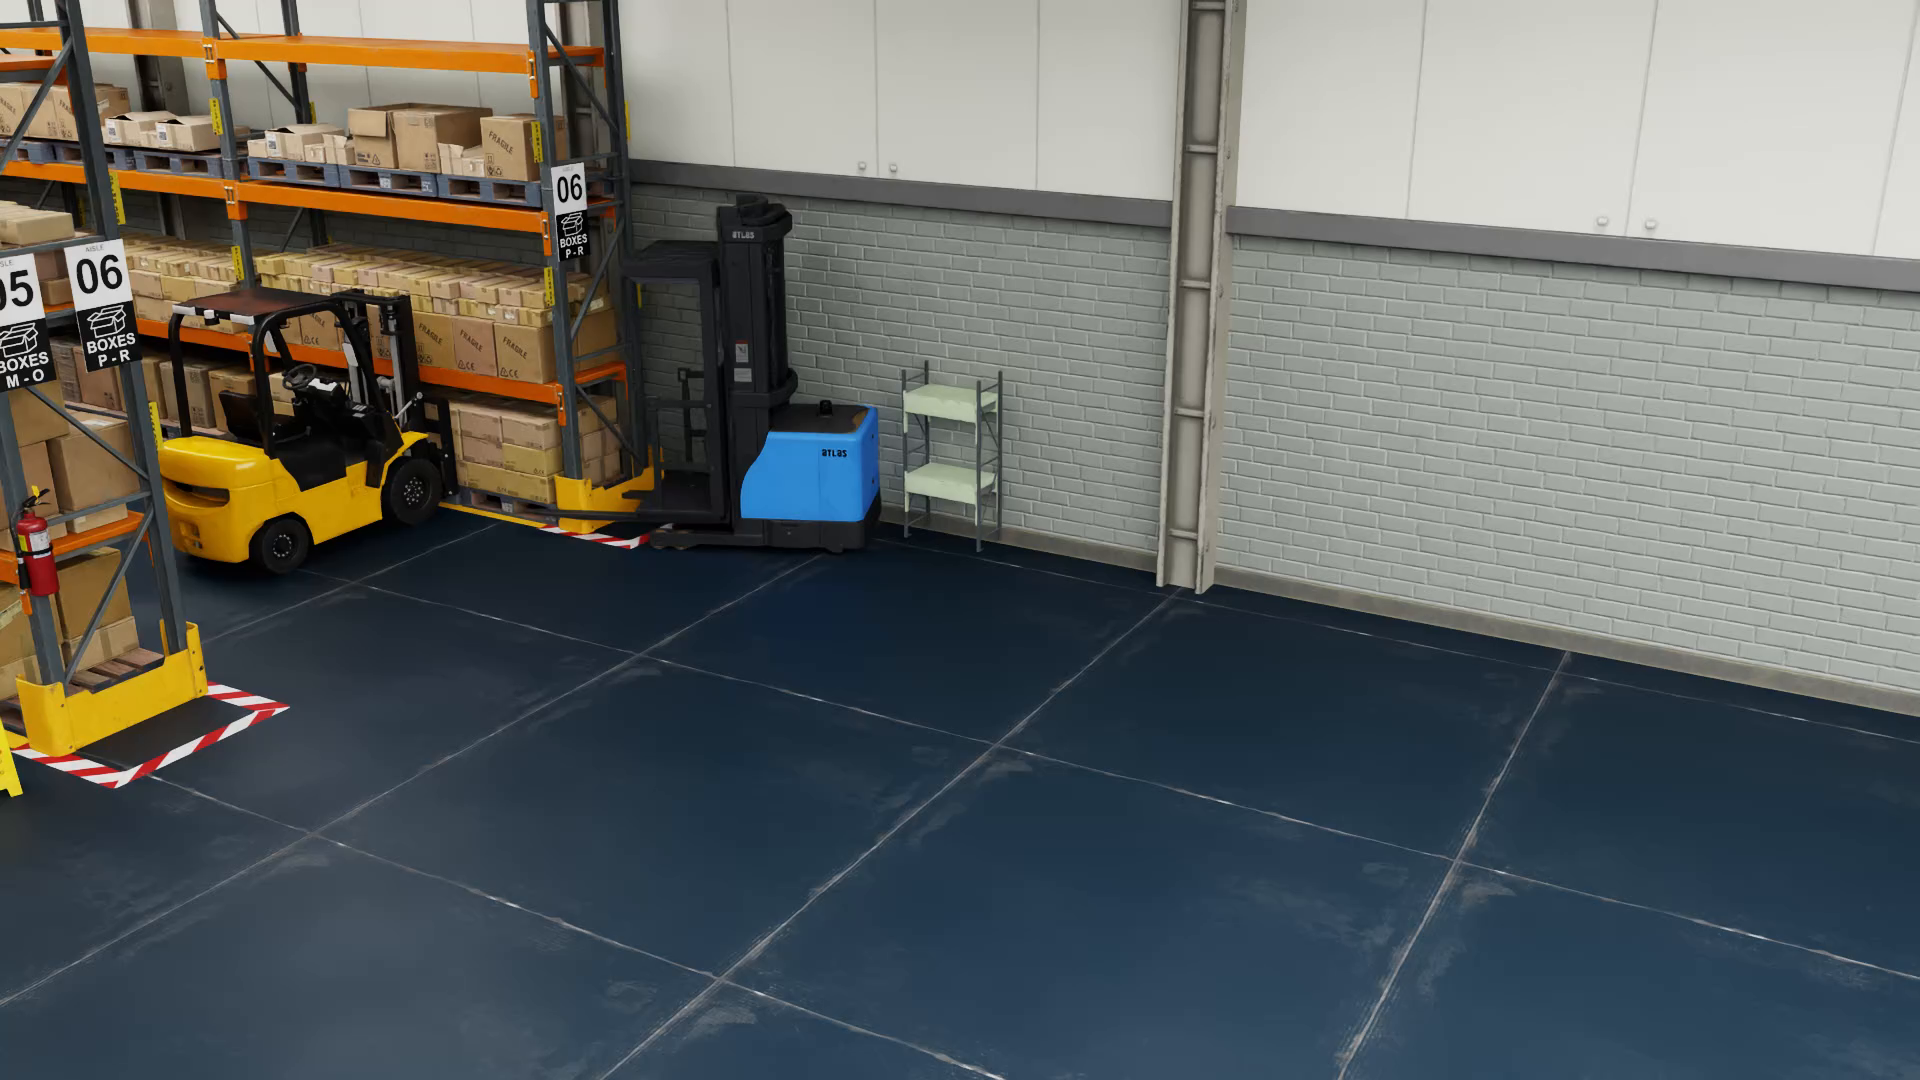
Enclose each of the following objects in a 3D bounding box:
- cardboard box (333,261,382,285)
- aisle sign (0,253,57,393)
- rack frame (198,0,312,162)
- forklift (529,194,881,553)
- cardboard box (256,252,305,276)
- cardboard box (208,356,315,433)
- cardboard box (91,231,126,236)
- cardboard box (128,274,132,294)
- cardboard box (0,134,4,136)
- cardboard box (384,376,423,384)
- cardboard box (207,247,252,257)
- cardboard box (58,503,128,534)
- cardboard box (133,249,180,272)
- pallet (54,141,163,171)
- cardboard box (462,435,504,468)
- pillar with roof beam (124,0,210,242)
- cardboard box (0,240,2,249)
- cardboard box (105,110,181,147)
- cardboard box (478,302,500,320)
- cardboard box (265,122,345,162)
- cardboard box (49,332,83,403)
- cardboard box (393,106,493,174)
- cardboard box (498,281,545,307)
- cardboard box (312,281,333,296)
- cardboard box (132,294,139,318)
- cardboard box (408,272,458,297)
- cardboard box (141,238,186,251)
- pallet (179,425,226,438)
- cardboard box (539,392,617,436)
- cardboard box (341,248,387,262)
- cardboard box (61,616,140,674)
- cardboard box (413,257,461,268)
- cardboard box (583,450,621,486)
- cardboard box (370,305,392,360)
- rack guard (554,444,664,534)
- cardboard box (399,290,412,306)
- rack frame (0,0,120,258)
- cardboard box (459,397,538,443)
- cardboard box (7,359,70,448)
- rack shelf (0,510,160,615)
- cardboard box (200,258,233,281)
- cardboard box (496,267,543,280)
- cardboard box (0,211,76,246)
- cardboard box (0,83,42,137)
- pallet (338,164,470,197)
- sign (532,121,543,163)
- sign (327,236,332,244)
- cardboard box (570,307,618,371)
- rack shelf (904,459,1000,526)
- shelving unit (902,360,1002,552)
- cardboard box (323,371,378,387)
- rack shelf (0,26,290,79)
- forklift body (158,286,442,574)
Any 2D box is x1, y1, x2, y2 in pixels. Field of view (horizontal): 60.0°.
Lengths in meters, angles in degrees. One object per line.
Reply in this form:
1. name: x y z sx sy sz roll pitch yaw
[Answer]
1. cardboard box: -5.663 -2.514 15.659 0.250 0.149 0.380 10 22 26
2. aisle sign: -5.723 -1.310 10.063 0.004 0.787 0.394 11 23 27
3. rack frame: -6.710 -5.148 15.659 0.127 3.000 1.000 11 23 27
4. forklift: -2.270 -1.467 14.409 3.031 2.935 1.130 2 20 6
5. cardboard box: -6.577 -2.679 16.114 0.250 0.149 0.380 11 23 28
6. cardboard box: -7.171 -1.493 17.245 0.625 0.625 0.875 12 23 30
7. cardboard box: -9.340 -3.280 18.208 0.250 0.149 0.380 11 23 27
8. cardboard box: -8.591 -2.758 17.353 0.500 0.250 0.500 11 23 28
9. cardboard box: -10.769 -4.346 18.066 0.500 0.250 0.500 10 22 26
10. cardboard box: -5.302 -1.511 16.379 0.500 0.250 0.500 11 23 28
11. cardboard box: -7.572 -2.941 17.273 0.250 0.149 0.380 11 22 27
12. cardboard box: -5.831 -0.185 11.141 0.250 0.149 0.380 11 23 28
13. cardboard box: -8.247 -2.874 17.090 0.250 0.149 0.380 11 23 28
14. pallet: -8.589 -4.043 17.288 1.213 0.211 1.003 12 23 30
15. cardboard box: -4.228 -0.877 15.365 0.500 0.250 0.500 11 22 27
16. pillar with roof beam: -10.724 -4.583 14.102 0.400 9.000 9.100 11 23 27
17. cardboard box: -6.075 -1.820 10.081 0.250 0.149 0.380 11 23 28
18. cardboard box: -8.131 -4.116 16.581 0.500 0.311 0.500 10 22 25
19. cardboard box: -4.092 -2.084 14.911 0.250 0.149 0.380 11 23 28
20. cardboard box: -6.103 -3.730 15.516 0.500 0.311 0.500 11 23 28
21. cardboard box: -9.664 -1.967 18.552 0.625 0.625 0.875 12 23 29
22. cardboard box: -4.569 -3.566 14.785 0.500 0.500 0.700 11 23 28
23. cardboard box: -3.864 -2.183 14.749 0.250 0.149 0.380 11 23 27
24. cardboard box: -5.913 -2.408 15.804 0.250 0.149 0.380 11 23 28
25. cardboard box: -8.592 -2.521 17.433 0.500 0.250 0.500 12 23 29
26. cardboard box: -4.797 -2.334 15.164 0.250 0.149 0.380 11 23 28
27. cardboard box: -8.470 -3.102 17.717 0.250 0.149 0.380 12 23 29
28. pallet: -7.372 -1.128 17.463 1.213 0.211 1.003 11 23 27
29. cardboard box: -3.545 -1.174 15.451 0.500 0.250 0.500 10 22 26
30. cardboard box: -5.848 -2.763 16.346 0.250 0.149 0.380 11 22 27
31. cardboard box: -6.205 0.694 11.767 0.500 0.250 0.500 11 22 27
32. cardboard box: -4.976 -2.583 15.850 0.250 0.149 0.380 12 23 29
33. cardboard box: -3.552 -0.708 15.631 0.500 0.250 0.500 11 23 28
34. cardboard box: -5.116 -1.968 15.543 0.500 0.500 0.500 11 23 28
35. rack guard: -3.197 -0.484 15.263 0.348 0.500 1.175 11 23 27
36. cardboard box: -4.963 -2.263 15.406 0.250 0.149 0.380 11 22 27
37. rack frame: -5.636 -3.005 9.750 0.127 3.000 1.000 11 23 27
38. cardboard box: -4.221 -1.105 15.259 0.500 0.250 0.500 11 23 28
39. cardboard box: -6.188 -0.861 10.589 0.500 0.500 0.700 10 22 26
40. rack shelf: -7.382 -0.179 11.812 4.000 0.370 1.077 11 23 27
41. cardboard box: -7.351 -2.708 16.632 0.250 0.149 0.380 10 22 27
42. cardboard box: -4.065 -2.413 15.382 0.250 0.149 0.380 11 23 28
43. cardboard box: -5.846 -1.971 10.498 0.250 0.149 0.380 11 22 27
44. cardboard box: -9.689 -4.502 17.366 0.500 0.500 0.500 11 23 28
45. pallet: -4.892 -3.359 15.255 1.213 0.211 1.003 11 23 27
46. sign: -3.495 -3.293 13.760 0.005 0.325 0.100 11 23 27
47. sign: -6.441 -2.938 16.977 0.005 0.325 0.100 11 23 27
48. cardboard box: -3.515 -1.875 15.286 0.500 0.500 0.500 12 23 29
49. rack shelf: -0.064 -0.418 14.391 0.720 0.370 0.431 11 23 29
50. shelving unit: -0.065 -0.724 14.279 0.755 1.500 0.431 11 23 29
51. cardboard box: -5.999 -1.441 16.187 0.500 0.250 0.500 11 23 27
52. rack shelf: -8.456 -4.955 16.767 4.000 0.370 1.077 11 23 27
53. forklift body: -5.763 -1.036 14.365 1.214 2.155 2.313 11 23 27
